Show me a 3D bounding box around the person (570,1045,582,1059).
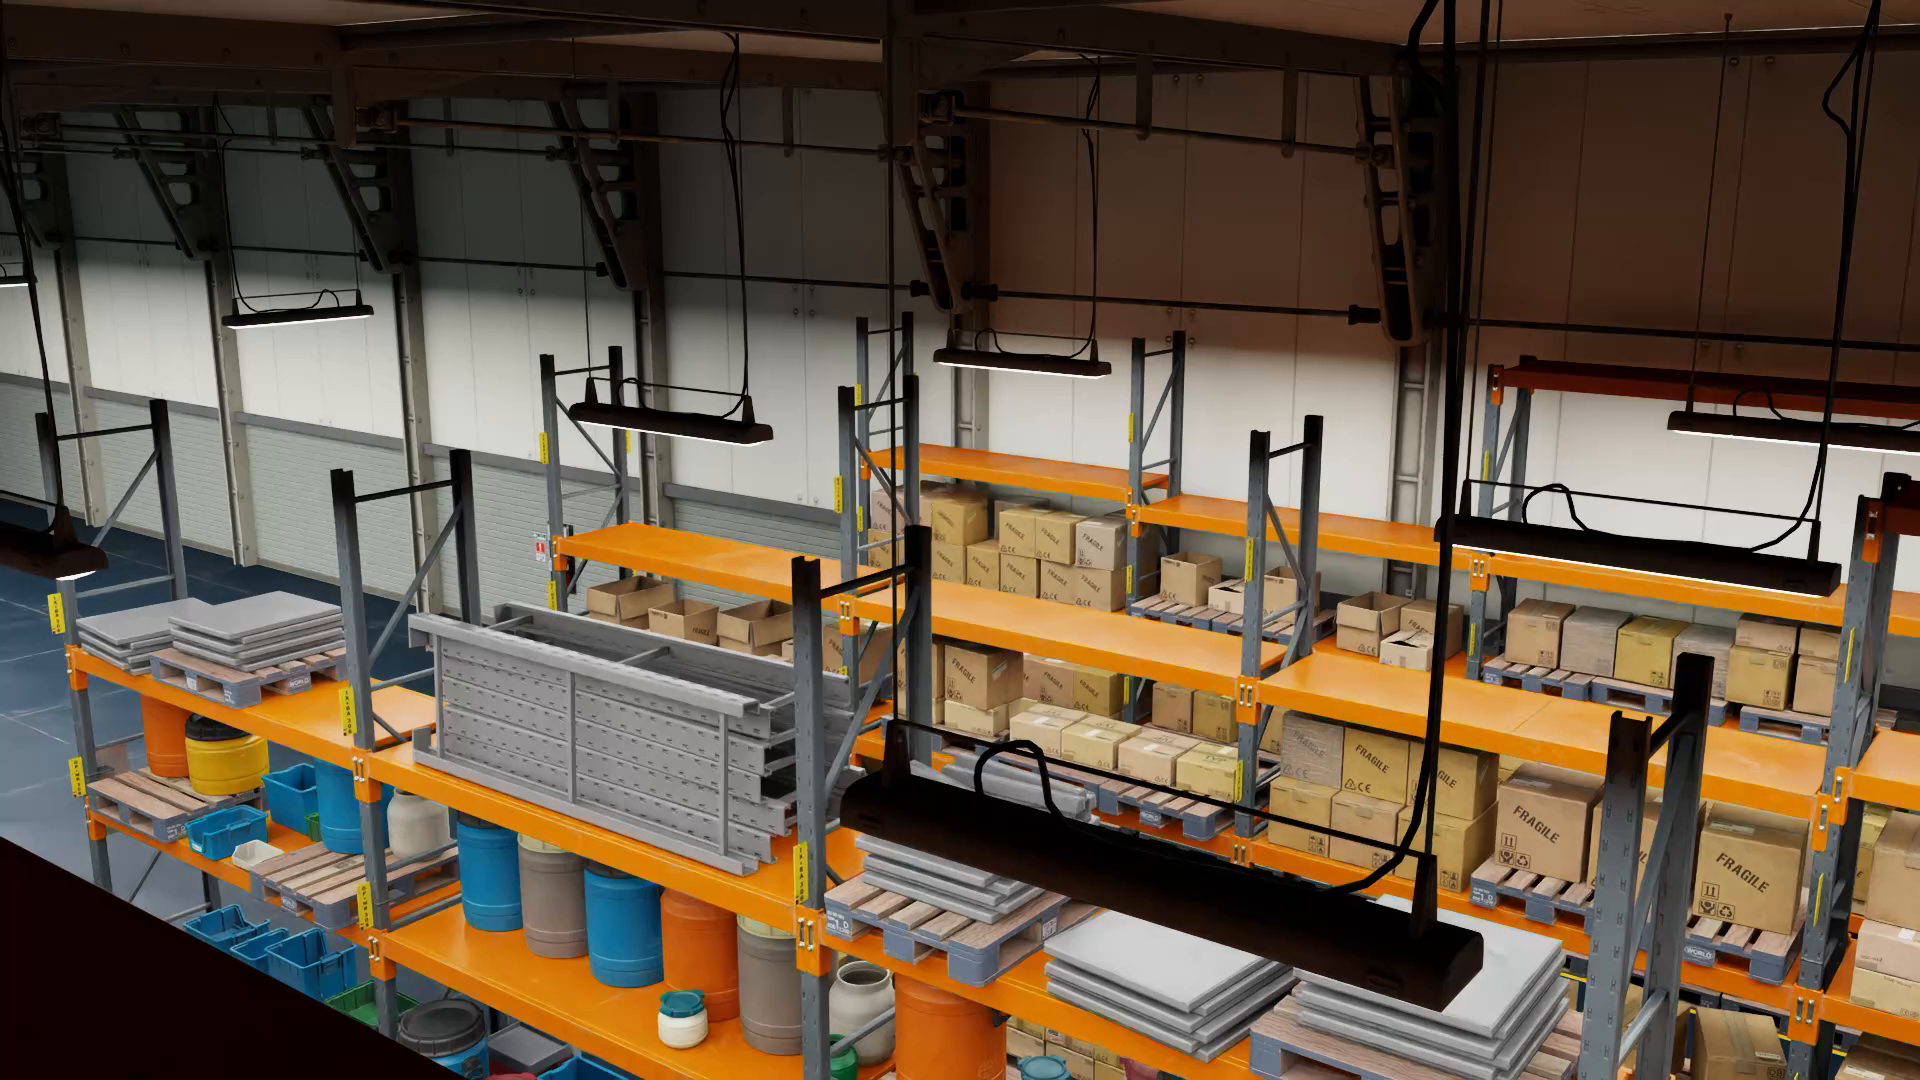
[{"bbox_3d":[-3.409,4.064,14.031,0.552,1.638,1.005,-11,17,-40],"label":"person"}]
